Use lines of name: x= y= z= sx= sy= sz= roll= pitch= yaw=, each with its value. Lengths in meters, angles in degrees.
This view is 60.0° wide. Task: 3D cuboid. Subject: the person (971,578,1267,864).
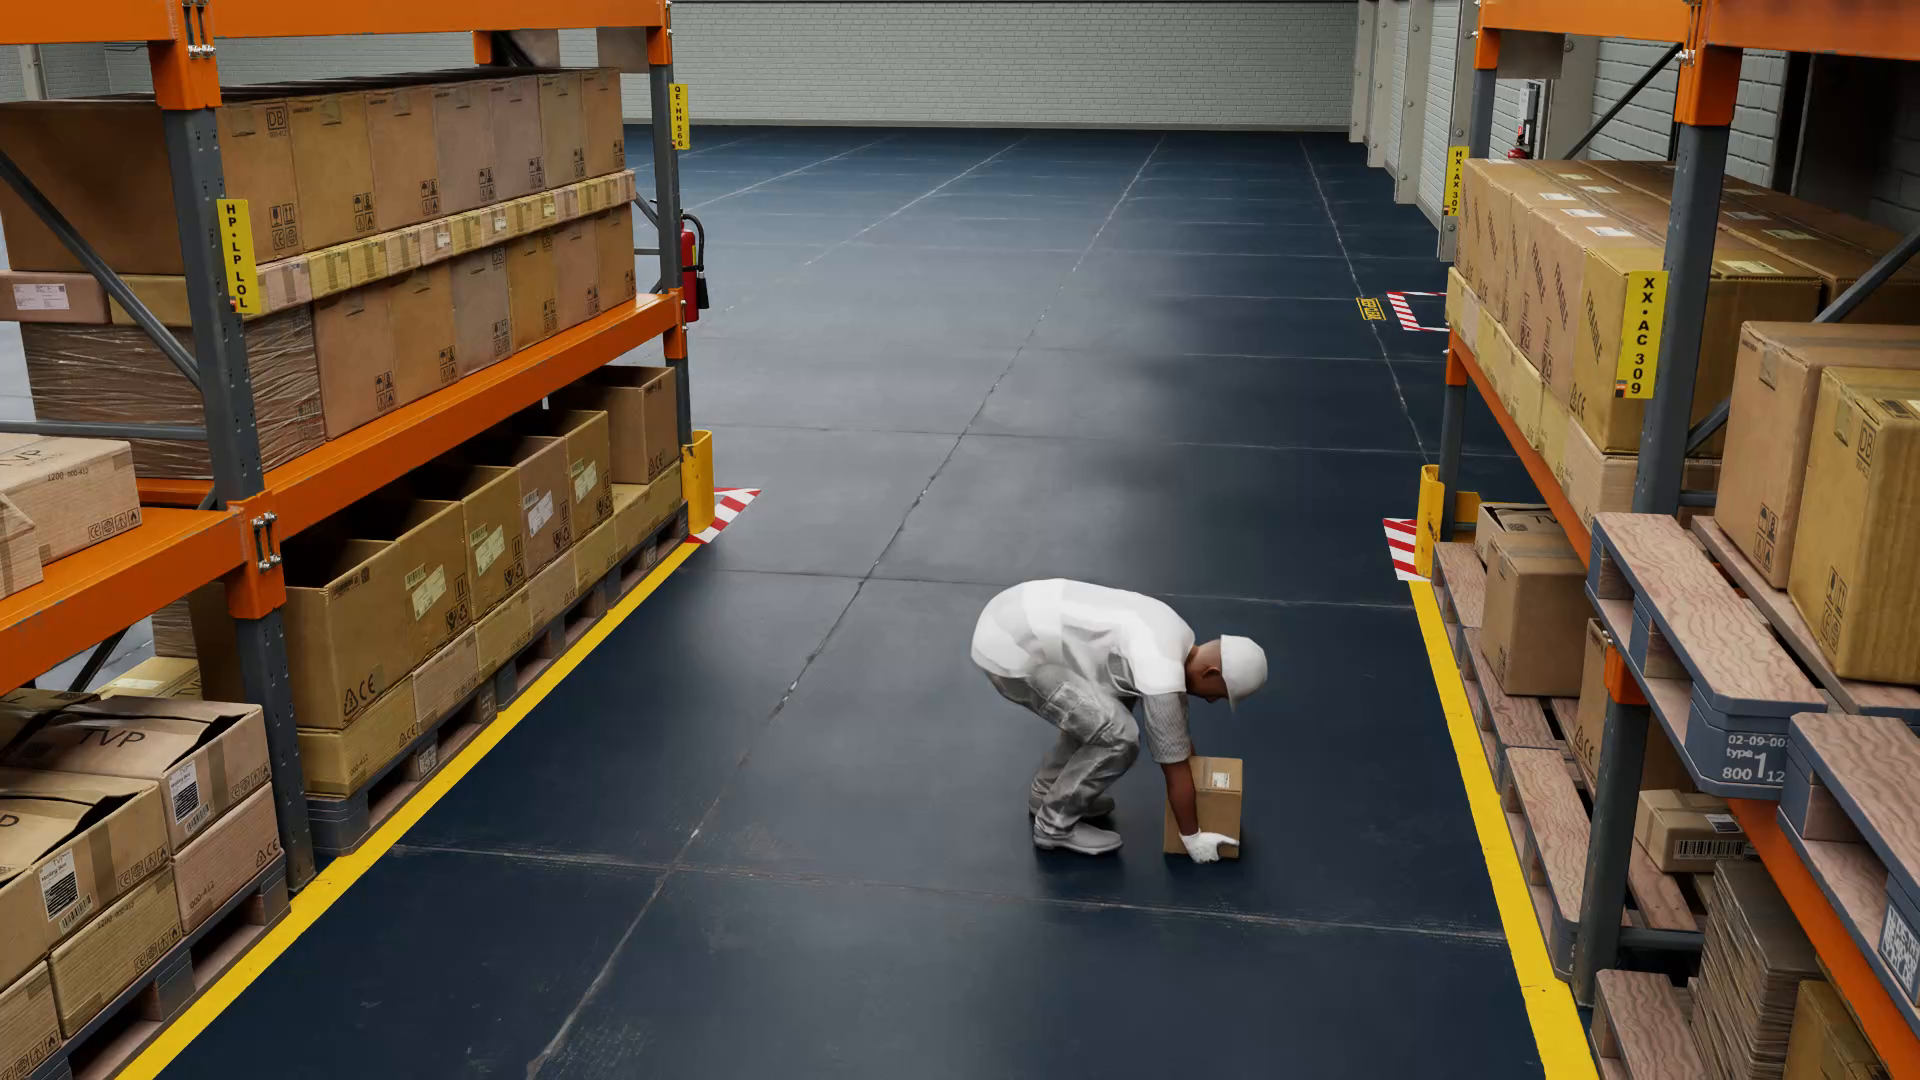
person: x=0.531 y=0.589 z=5.635 sx=0.987 sy=0.917 sz=0.522 roll=2 pitch=18 yaw=6
